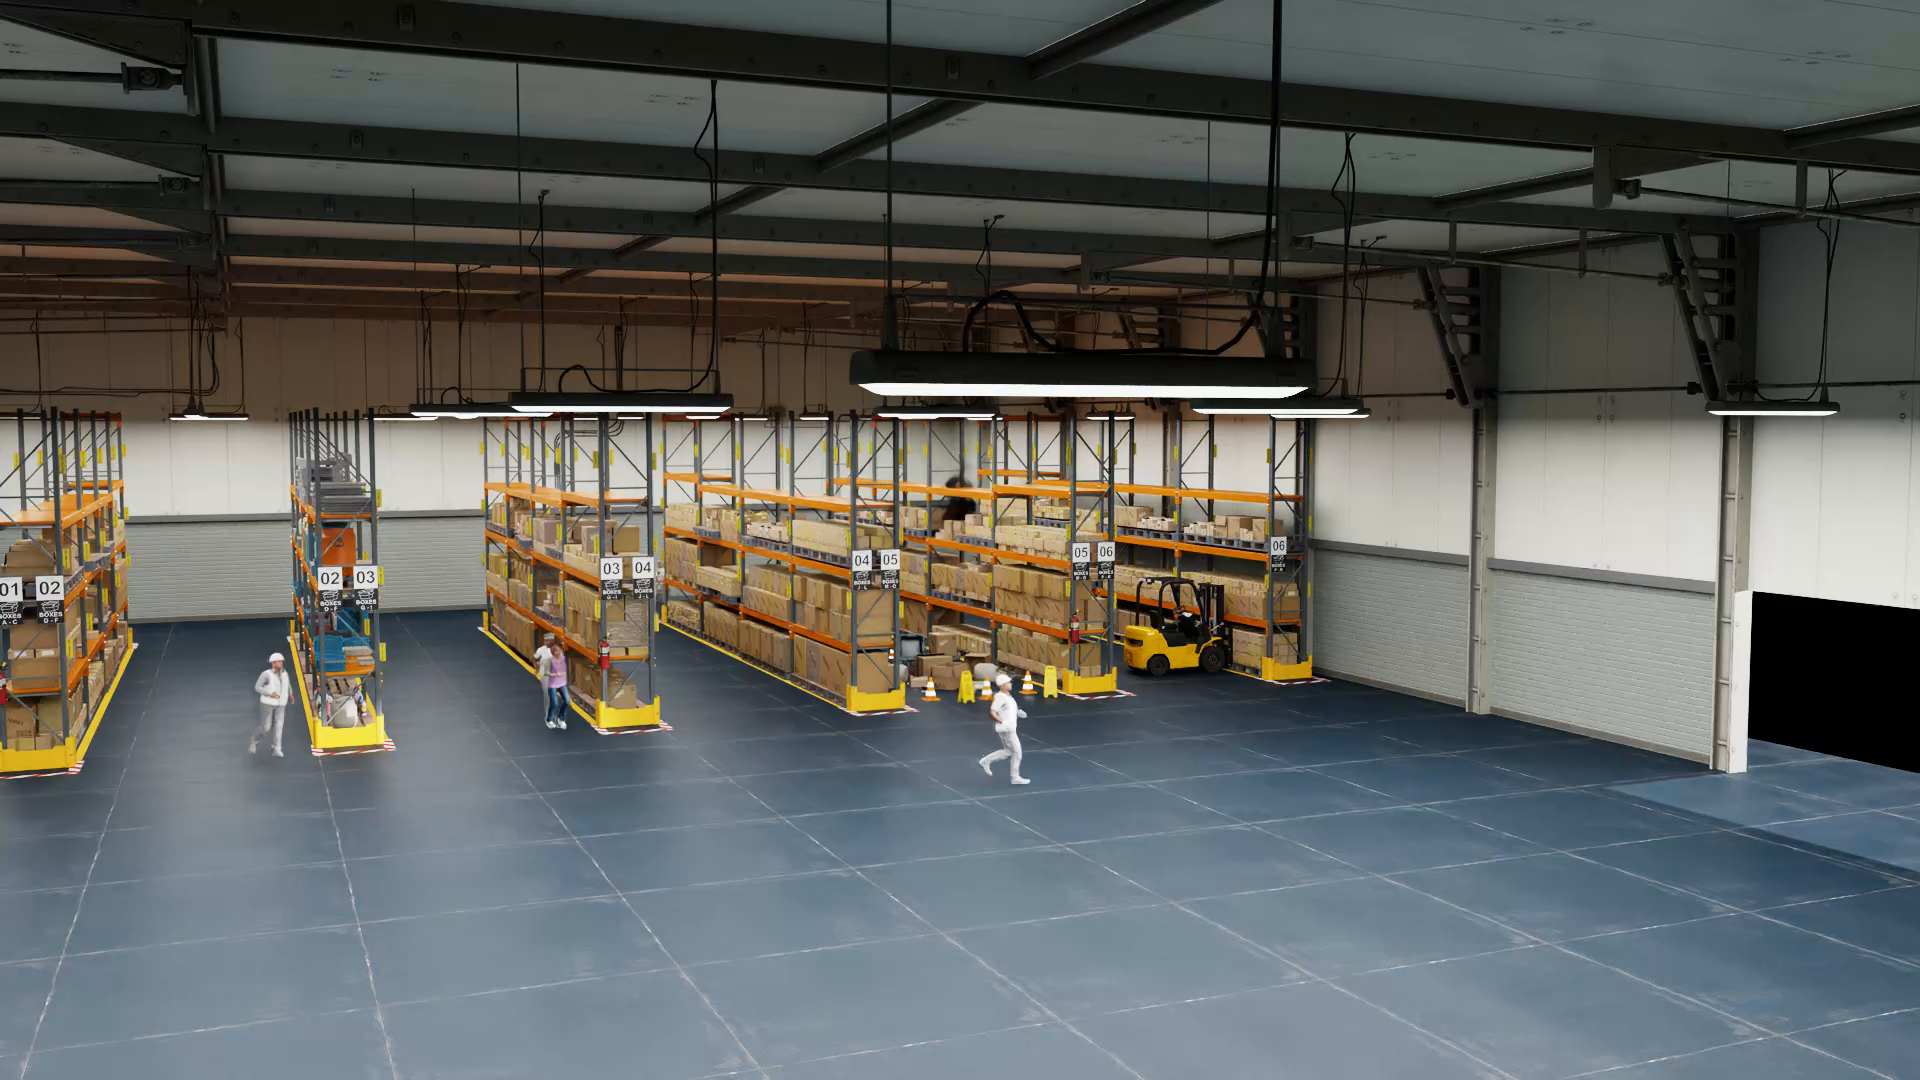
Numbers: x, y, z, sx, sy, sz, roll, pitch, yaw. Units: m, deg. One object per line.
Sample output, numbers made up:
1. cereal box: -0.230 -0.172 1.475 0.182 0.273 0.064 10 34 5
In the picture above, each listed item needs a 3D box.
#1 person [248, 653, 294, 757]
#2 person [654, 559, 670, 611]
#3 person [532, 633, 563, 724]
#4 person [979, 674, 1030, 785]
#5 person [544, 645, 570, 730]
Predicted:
1. person: -11.788 2.812 28.672 0.884 1.707 0.724 3 5 36
2. person: -8.785 1.428 48.942 0.855 1.793 0.660 -3 5 -37
3. person: -7.873 2.641 31.898 0.553 1.732 0.799 -2 5 -28
4. person: 0.699 3.002 26.366 0.839 1.753 0.697 1 4 9
5. person: -7.500 2.771 31.010 0.539 1.613 0.606 -4 5 -43
